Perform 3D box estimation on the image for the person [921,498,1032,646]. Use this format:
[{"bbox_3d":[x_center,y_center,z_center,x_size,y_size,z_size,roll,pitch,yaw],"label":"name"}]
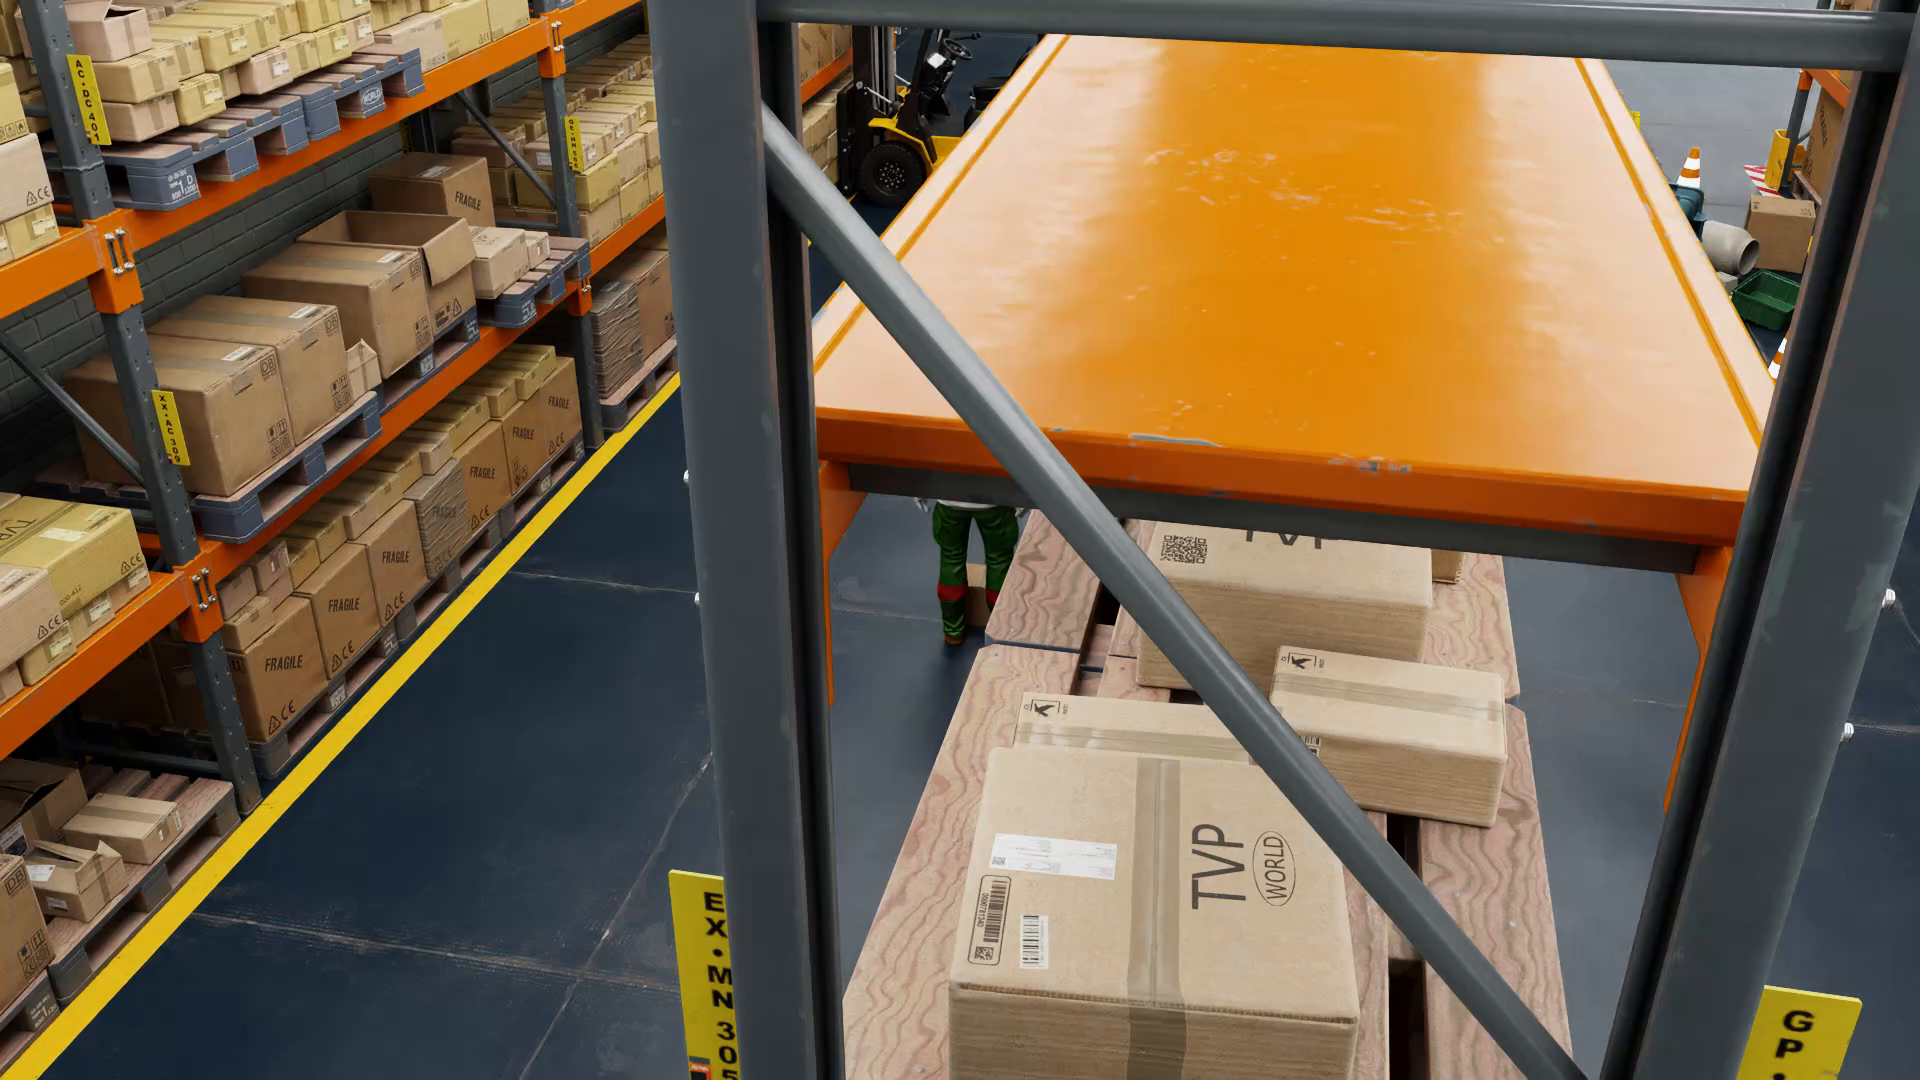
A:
[{"bbox_3d":[0.088,-0.260,8.587,0.606,1.778,0.453,6,29,11],"label":"person"}]
